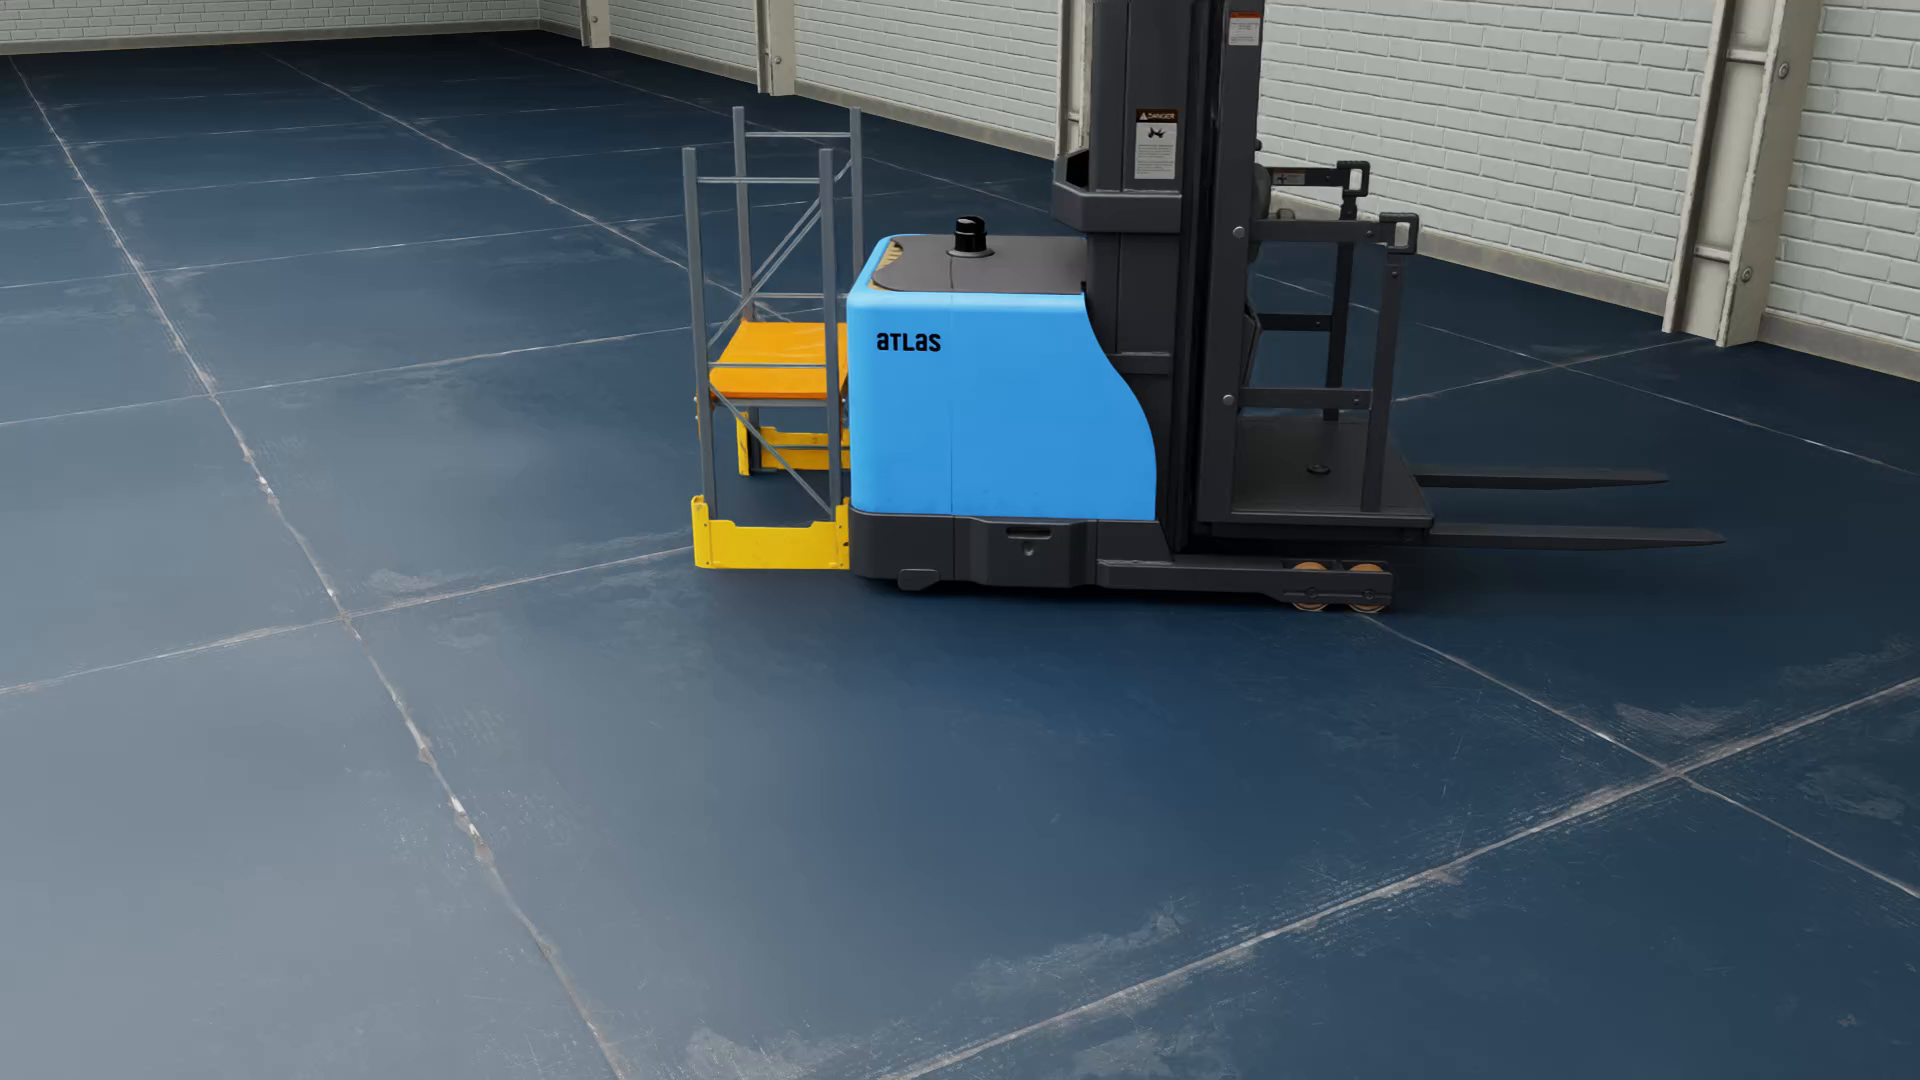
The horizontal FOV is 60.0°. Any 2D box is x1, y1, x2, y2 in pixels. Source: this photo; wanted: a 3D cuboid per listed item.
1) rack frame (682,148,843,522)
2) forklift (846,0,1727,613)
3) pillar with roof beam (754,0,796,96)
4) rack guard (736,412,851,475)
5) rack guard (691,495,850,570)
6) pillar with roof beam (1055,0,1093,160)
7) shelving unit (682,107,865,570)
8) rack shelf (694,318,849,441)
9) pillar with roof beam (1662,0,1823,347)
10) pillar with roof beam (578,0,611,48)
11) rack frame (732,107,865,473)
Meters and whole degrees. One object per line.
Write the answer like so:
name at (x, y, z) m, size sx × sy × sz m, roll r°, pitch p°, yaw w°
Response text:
rack frame at (-0.674, -0.605, 5.809) m, size 0.500 × 1.500 × 0.032 m, roll 1°, pitch 22°, yaw 2°
forklift at (1.150, -1.315, 5.654) m, size 3.031 × 2.935 × 1.130 m, roll 2°, pitch 22°, yaw 4°
pillar with roof beam at (-5.744, -8.342, 14.883) m, size 9.100 × 9.000 × 0.400 m, roll -13°, pitch 25°, yaw -28°
rack guard at (-0.635, -0.401, 6.967) m, size 0.587 × 0.250 × 0.087 m, roll 1°, pitch 22°, yaw 2°
rack guard at (-0.674, -0.027, 6.045) m, size 0.587 × 0.250 × 0.087 m, roll 1°, pitch 22°, yaw 2°
pillar with roof beam at (-2.679, -6.399, 10.105) m, size 9.100 × 9.000 × 0.400 m, roll -13°, pitch 25°, yaw -28°
shelving unit at (-0.654, -0.793, 6.271) m, size 0.587 × 1.500 × 1.083 m, roll 1°, pitch 22°, yaw 2°
rack shelf at (-0.654, -0.630, 6.347) m, size 0.538 × 0.185 × 1.000 m, roll 1°, pitch 22°, yaw 2°
pillar with roof beam at (0.386, -4.457, 5.326) m, size 9.100 × 9.000 × 0.400 m, roll -13°, pitch 25°, yaw -28°
pillar with roof beam at (-8.808, -10.284, 19.662) m, size 9.100 × 9.000 × 0.400 m, roll -13°, pitch 25°, yaw -28°
rack frame at (-0.635, -0.988, 6.750) m, size 0.500 × 1.500 × 0.032 m, roll 1°, pitch 22°, yaw 2°
